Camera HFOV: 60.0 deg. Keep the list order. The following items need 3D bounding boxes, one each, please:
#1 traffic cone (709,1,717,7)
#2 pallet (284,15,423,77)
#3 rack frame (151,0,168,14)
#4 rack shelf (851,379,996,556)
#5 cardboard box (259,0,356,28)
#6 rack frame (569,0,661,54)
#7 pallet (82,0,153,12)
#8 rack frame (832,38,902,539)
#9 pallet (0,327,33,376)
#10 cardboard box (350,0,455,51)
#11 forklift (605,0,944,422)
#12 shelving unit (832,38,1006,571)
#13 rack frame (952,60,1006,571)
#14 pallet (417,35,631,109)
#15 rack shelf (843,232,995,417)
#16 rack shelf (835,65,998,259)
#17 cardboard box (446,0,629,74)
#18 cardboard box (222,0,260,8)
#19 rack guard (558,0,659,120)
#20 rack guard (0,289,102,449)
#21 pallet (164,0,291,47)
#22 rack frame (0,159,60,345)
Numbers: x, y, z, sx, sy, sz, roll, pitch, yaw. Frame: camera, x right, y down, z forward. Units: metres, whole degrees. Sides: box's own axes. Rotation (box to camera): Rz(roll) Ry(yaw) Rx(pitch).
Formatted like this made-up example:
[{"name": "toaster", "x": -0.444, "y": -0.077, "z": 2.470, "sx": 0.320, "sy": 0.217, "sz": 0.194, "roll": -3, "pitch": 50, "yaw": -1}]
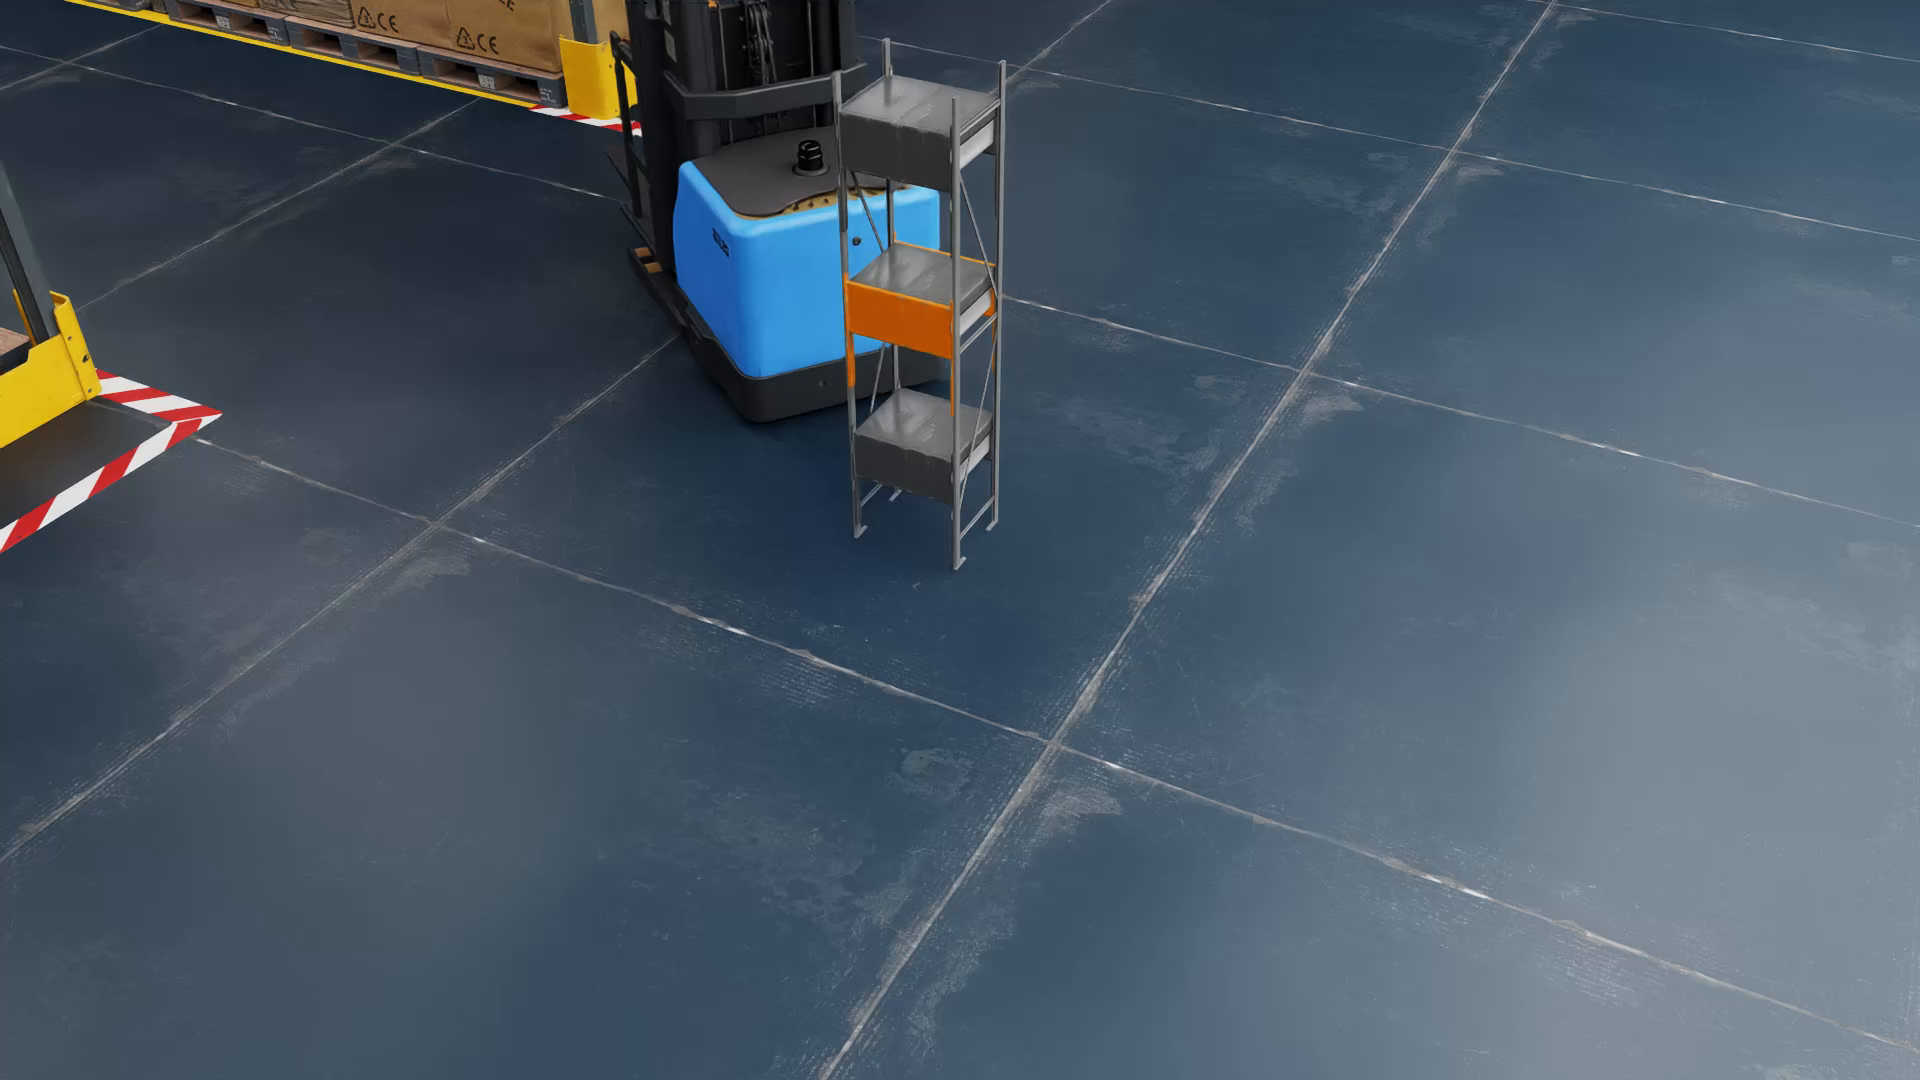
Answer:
[{"name": "traffic cone", "x": -2.023, "y": -4.192, "z": 12.390, "sx": 0.334, "sy": 0.463, "sz": 0.336, "roll": 17, "pitch": 41, "yaw": 21}, {"name": "pallet", "x": -4.029, "y": -3.702, "z": 11.953, "sx": 1.213, "sy": 0.211, "sz": 1.003, "roll": 17, "pitch": 41, "yaw": 21}, {"name": "rack frame", "x": -5.756, "y": -5.405, "z": 11.889, "sx": 0.127, "sy": 3.000, "sz": 1.000, "roll": 17, "pitch": 41, "yaw": 21}, {"name": "rack shelf", "x": -0.147, "y": -0.314, "z": 7.107, "sx": 0.480, "sy": 0.518, "sz": 0.431, "roll": 17, "pitch": 41, "yaw": 21}, {"name": "cardboard box", "x": -4.428, "y": -4.265, "z": 11.797, "sx": 0.875, "sy": 0.875, "sz": 0.875, "roll": 18, "pitch": 41, "yaw": 22}, {"name": "rack frame", "x": -2.204, "y": -4.293, "z": 10.424, "sx": 0.127, "sy": 3.000, "sz": 1.000, "roll": 17, "pitch": 41, "yaw": 21}, {"name": "pallet", "x": -6.476, "y": -4.468, "z": 12.962, "sx": 1.213, "sy": 0.211, "sz": 1.003, "roll": 17, "pitch": 41, "yaw": 21}, {"name": "rack frame", "x": -0.364, "y": -0.950, "z": 6.765, "sx": 0.015, "sy": 2.100, "sz": 0.400, "roll": 17, "pitch": 41, "yaw": 21}, {"name": "pallet", "x": -5.347, "y": -0.813, "z": 8.146, "sx": 1.213, "sy": 0.211, "sz": 1.003, "roll": 17, "pitch": 41, "yaw": 21}, {"name": "cardboard box", "x": -3.619, "y": -4.010, "z": 11.462, "sx": 0.875, "sy": 0.875, "sz": 0.875, "roll": 17, "pitch": 40, "yaw": 21}, {"name": "forklift", "x": -1.171, "y": -2.609, "z": 8.262, "sx": 1.130, "sy": 2.935, "sz": 3.031, "roll": -16, "pitch": 40, "yaw": -20}, {"name": "shelving unit", "x": -0.147, "y": -0.882, "z": 6.676, "sx": 0.503, "sy": 2.100, "sz": 0.431, "roll": 17, "pitch": 41, "yaw": 21}, {"name": "rack frame", "x": 0.070, "y": -0.815, "z": 6.586, "sx": 0.015, "sy": 2.100, "sz": 0.400, "roll": 17, "pitch": 41, "yaw": 21}, {"name": "pallet", "x": -2.950, "y": -3.362, "z": 11.505, "sx": 1.213, "sy": 0.211, "sz": 1.003, "roll": 17, "pitch": 41, "yaw": 21}, {"name": "rack shelf", "x": -0.147, "y": -0.872, "z": 6.684, "sx": 0.480, "sy": 0.518, "sz": 0.431, "roll": 17, "pitch": 41, "yaw": 21}, {"name": "rack shelf", "x": -0.147, "y": -1.429, "z": 6.261, "sx": 0.480, "sy": 0.518, "sz": 0.431, "roll": 17, "pitch": 41, "yaw": 21}, {"name": "cardboard box", "x": -2.837, "y": -3.767, "z": 11.141, "sx": 0.875, "sy": 0.875, "sz": 0.875, "roll": 18, "pitch": 41, "yaw": 22}, {"name": "cardboard box", "x": -5.230, "y": -4.513, "z": 12.125, "sx": 0.875, "sy": 0.875, "sz": 0.875, "roll": 18, "pitch": 41, "yaw": 22}, {"name": "rack guard", "x": -2.183, "y": -3.290, "z": 11.171, "sx": 0.348, "sy": 0.500, "sz": 1.175, "roll": 17, "pitch": 41, "yaw": 21}, {"name": "rack guard", "x": -4.642, "y": -0.683, "z": 7.737, "sx": 0.348, "sy": 0.500, "sz": 1.175, "roll": 17, "pitch": 41, "yaw": 21}, {"name": "pallet", "x": -5.117, "y": -4.041, "z": 12.398, "sx": 1.213, "sy": 0.211, "sz": 1.003, "roll": 17, "pitch": 41, "yaw": 21}, {"name": "rack frame", "x": -4.575, "y": -1.658, "z": 6.953, "sx": 0.127, "sy": 3.000, "sz": 1.000, "roll": 17, "pitch": 41, "yaw": 21}]
